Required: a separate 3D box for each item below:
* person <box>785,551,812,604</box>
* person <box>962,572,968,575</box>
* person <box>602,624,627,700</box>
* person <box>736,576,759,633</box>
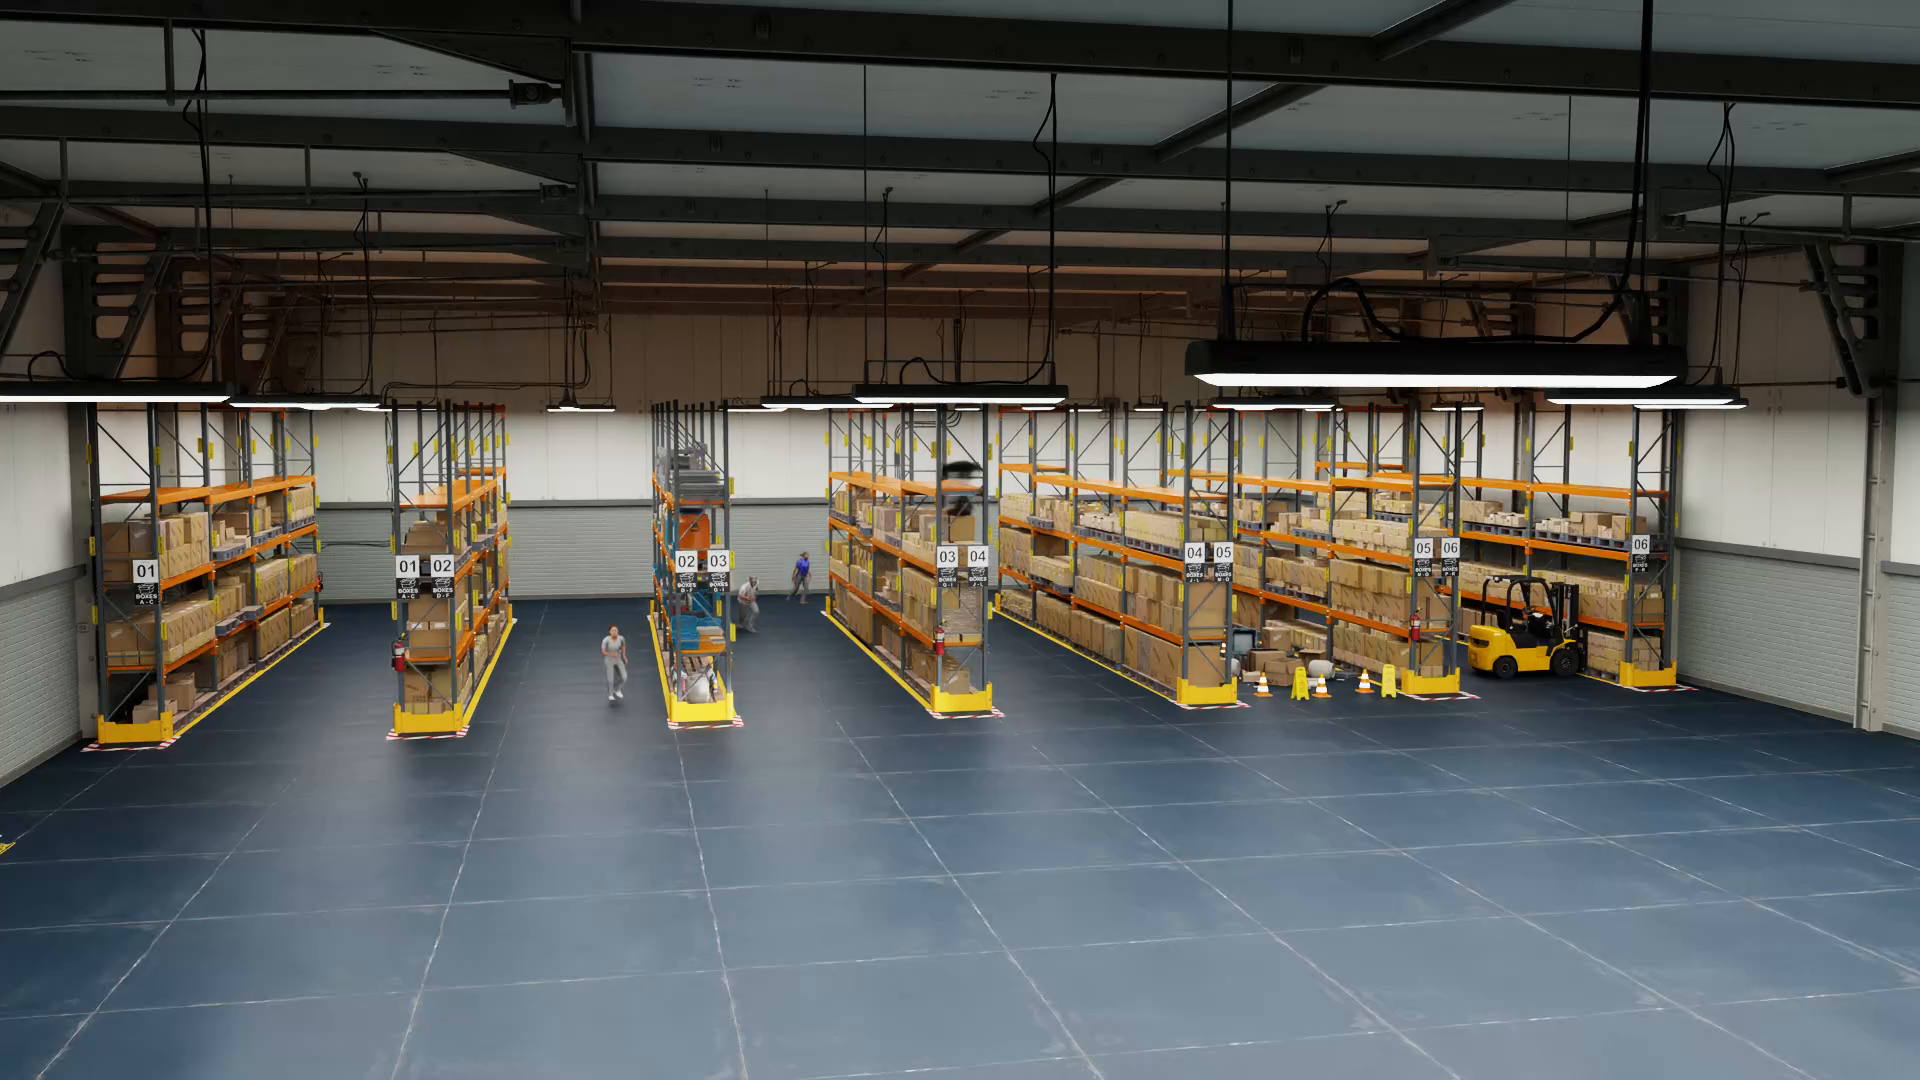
[{"bbox_3d":[-4.893,1.130,50.342,0.702,1.598,0.657,4,6,43],"label":"person"},{"bbox_3d":[0.098,1.367,47.269,0.620,1.649,0.679,0,4,2],"label":"person"},{"bbox_3d":[-6.884,2.442,33.155,0.571,1.563,0.801,-2,5,-29],"label":"person"},{"bbox_3d":[-5.664,1.680,43.917,0.664,1.542,1.161,-3,5,-38],"label":"person"}]
